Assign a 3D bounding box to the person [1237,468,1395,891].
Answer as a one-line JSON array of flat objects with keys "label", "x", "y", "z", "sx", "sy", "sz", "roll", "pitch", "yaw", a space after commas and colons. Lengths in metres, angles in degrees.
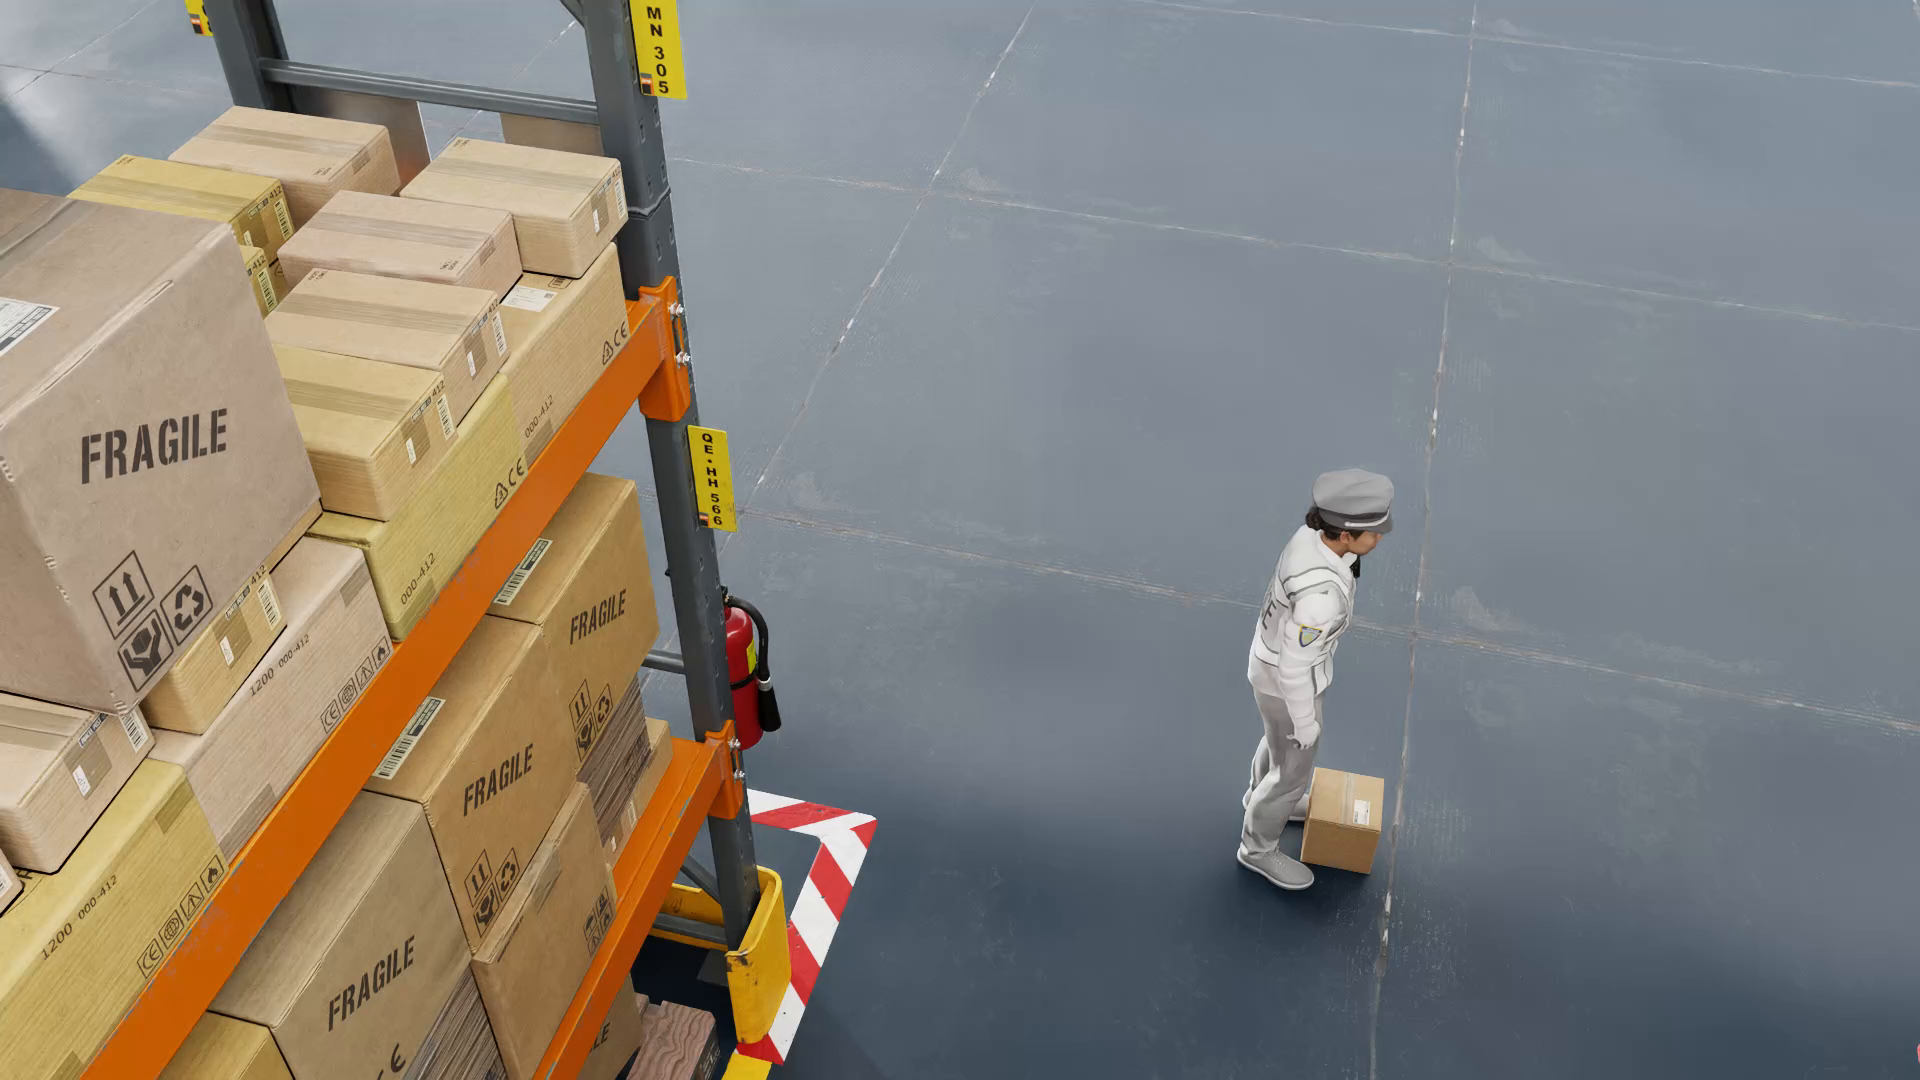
[{"label": "person", "x": 1.159, "y": 0.458, "z": 5.634, "sx": 0.371, "sy": 1.663, "sz": 0.530, "roll": 10, "pitch": 42, "yaw": 12}]
